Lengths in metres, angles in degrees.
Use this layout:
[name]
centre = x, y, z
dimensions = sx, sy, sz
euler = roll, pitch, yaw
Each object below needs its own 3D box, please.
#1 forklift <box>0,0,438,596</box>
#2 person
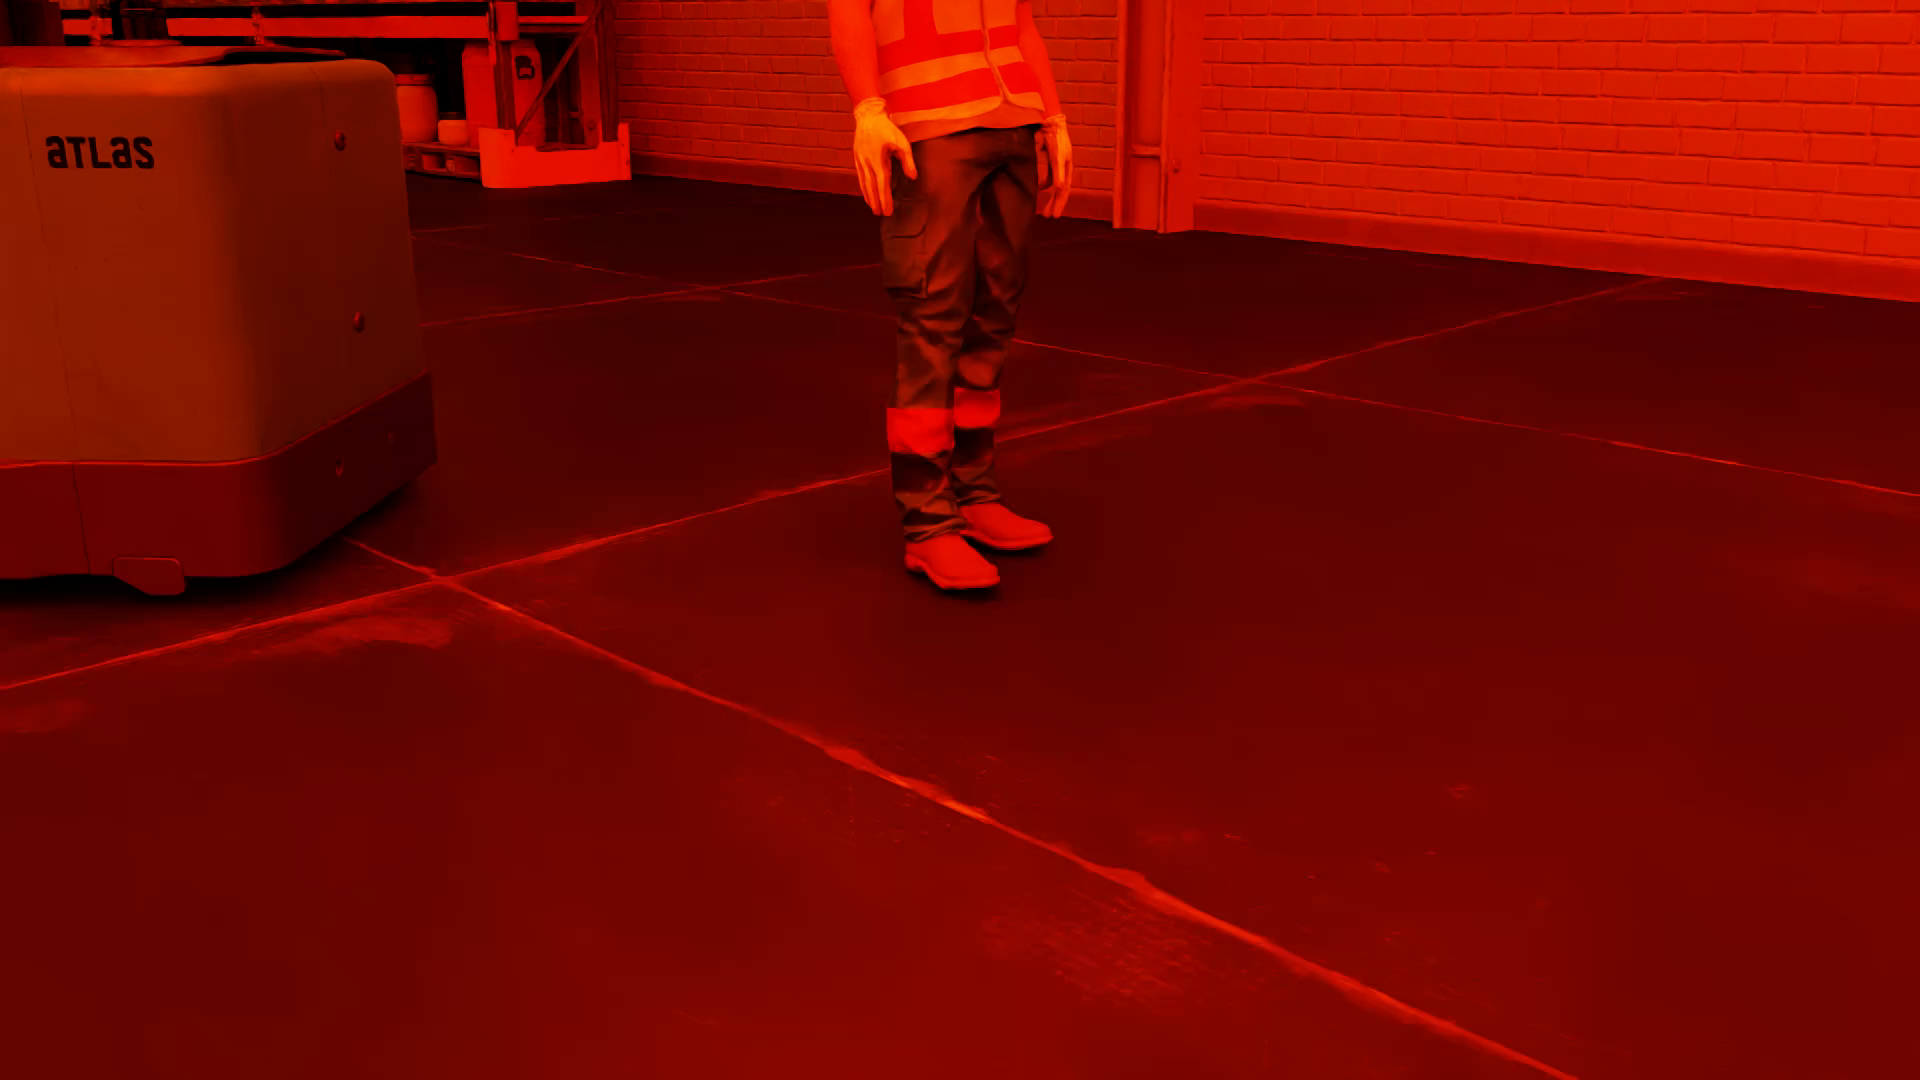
[forklift]
centre = -2.890, -1.433, 3.566
dimensions = 3.031, 2.935, 1.130
euler = 1, 17, 3
[person]
centre = 0.049, -0.843, 3.568
dimensions = 0.564, 1.787, 0.638
euler = 16, 23, 42
